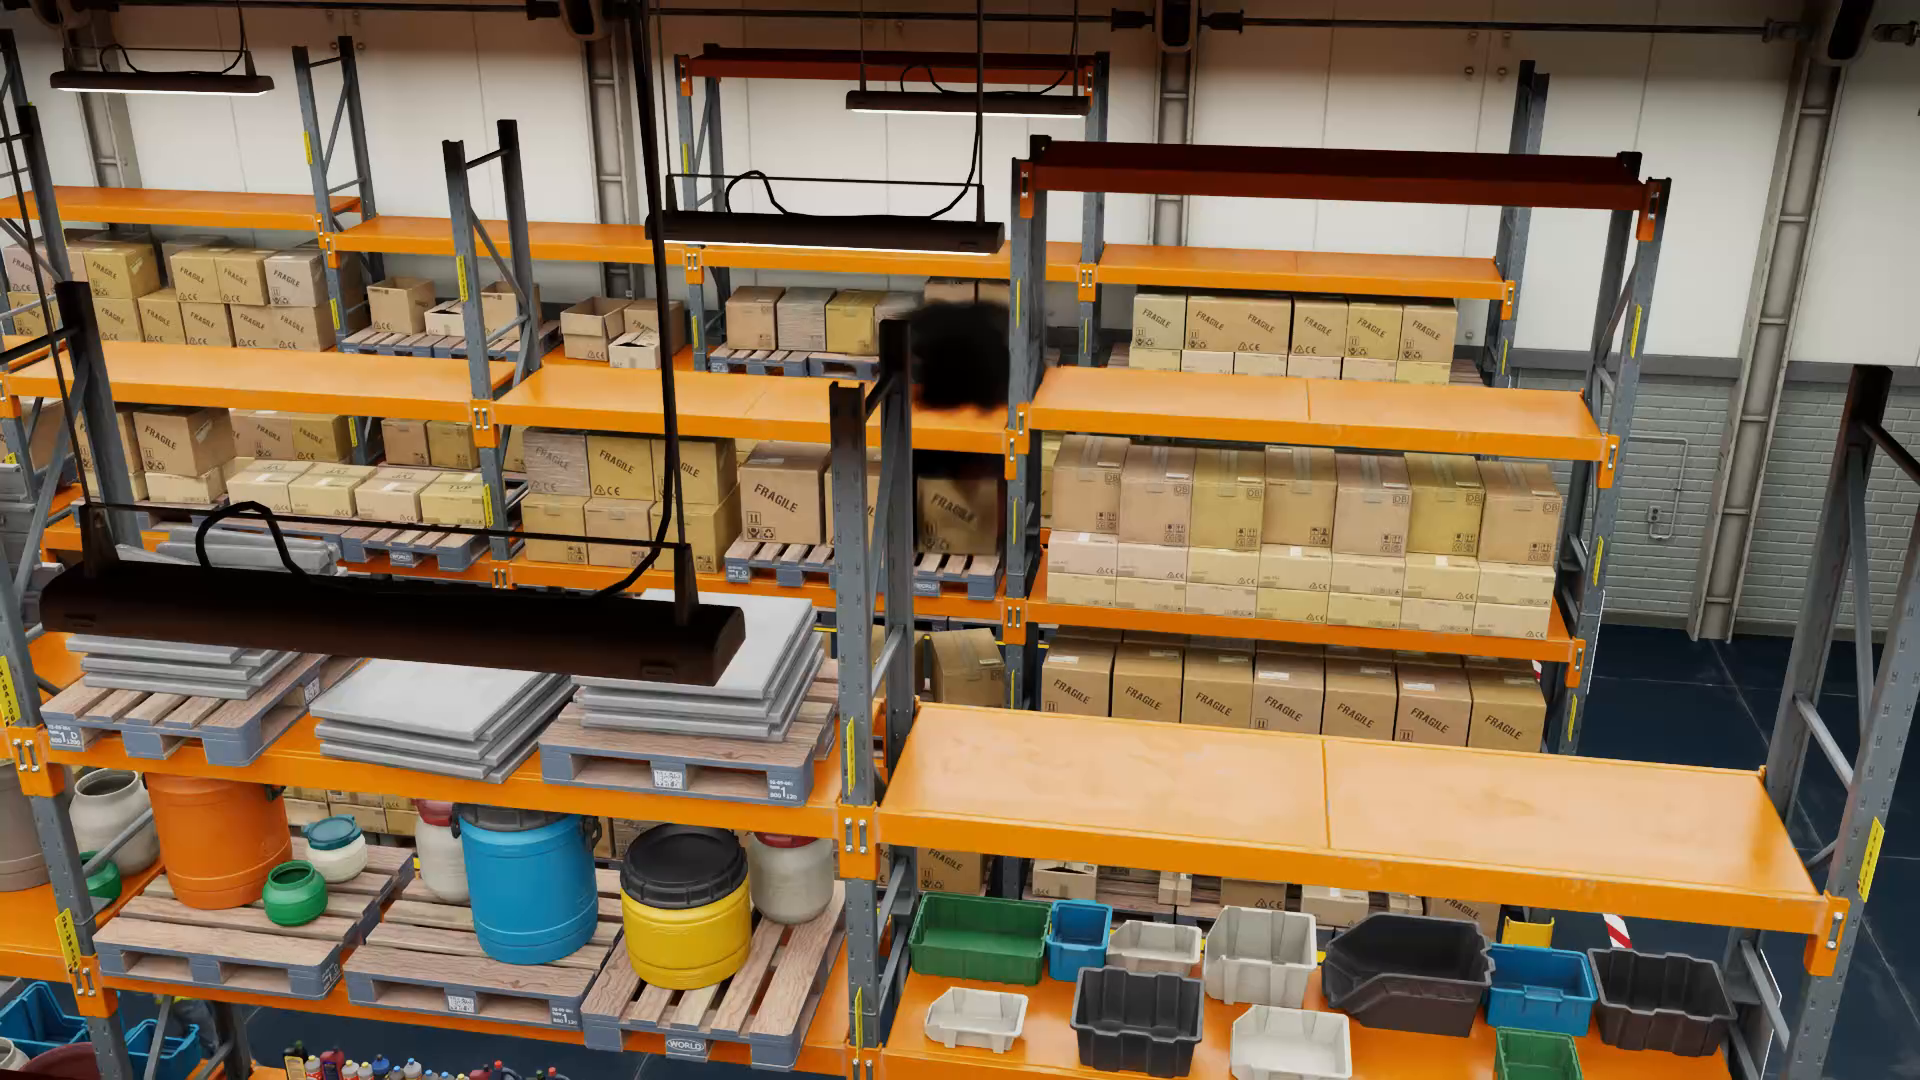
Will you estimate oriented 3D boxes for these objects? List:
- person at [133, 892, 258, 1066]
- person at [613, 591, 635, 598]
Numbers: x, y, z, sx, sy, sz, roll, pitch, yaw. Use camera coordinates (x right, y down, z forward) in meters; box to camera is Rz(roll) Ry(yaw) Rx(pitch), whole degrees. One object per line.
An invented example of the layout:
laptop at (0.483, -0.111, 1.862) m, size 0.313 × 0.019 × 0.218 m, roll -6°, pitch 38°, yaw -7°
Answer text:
person at (-5.155, 3.017, 11.156) m, size 1.115 × 1.601 × 0.716 m, roll 13°, pitch 27°, yaw 29°
person at (-2.962, 1.130, 15.512) m, size 0.781 × 1.747 × 0.730 m, roll 21°, pitch 31°, yaw 40°
